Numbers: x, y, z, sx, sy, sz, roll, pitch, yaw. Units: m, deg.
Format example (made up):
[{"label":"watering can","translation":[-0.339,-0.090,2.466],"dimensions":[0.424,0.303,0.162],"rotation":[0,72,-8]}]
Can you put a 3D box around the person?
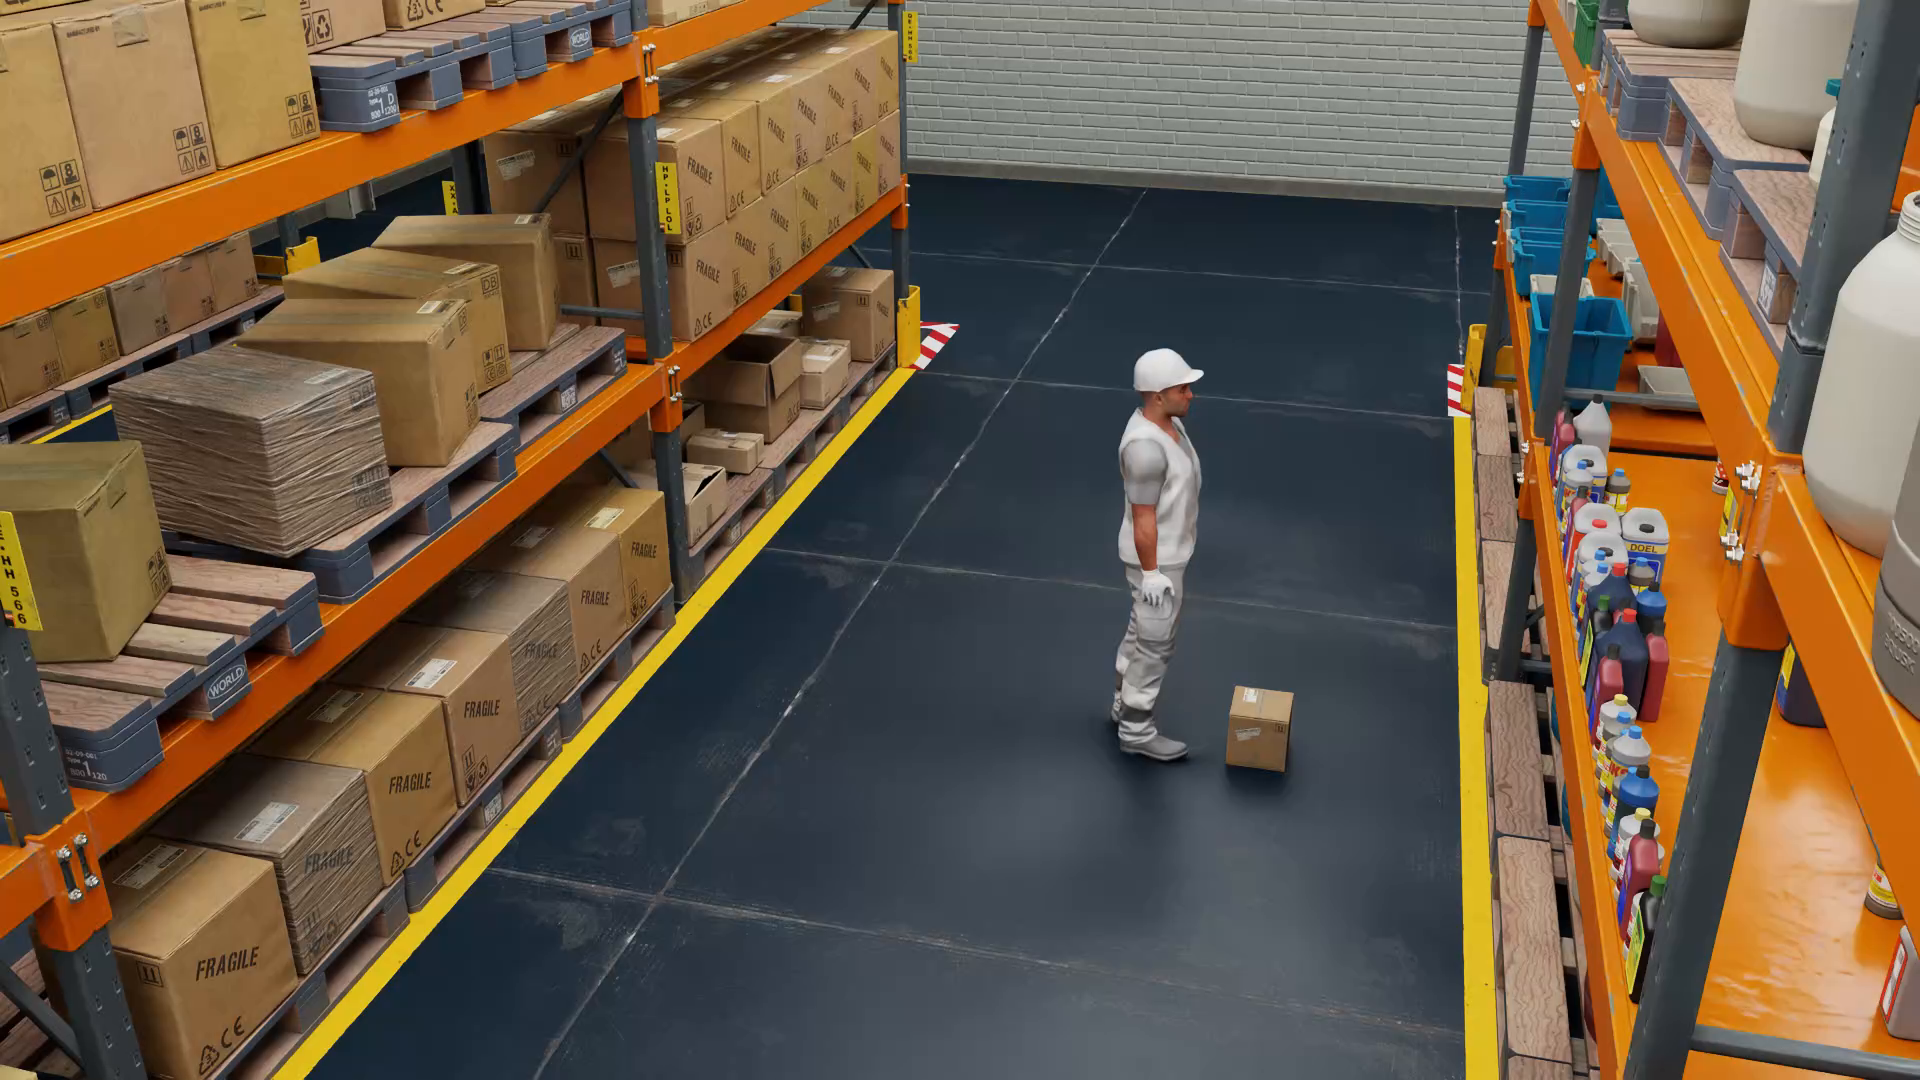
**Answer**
[{"label":"person","translation":[0.831,0.086,6.956],"dimensions":[0.386,1.839,0.524],"rotation":[7,26,14]}]
